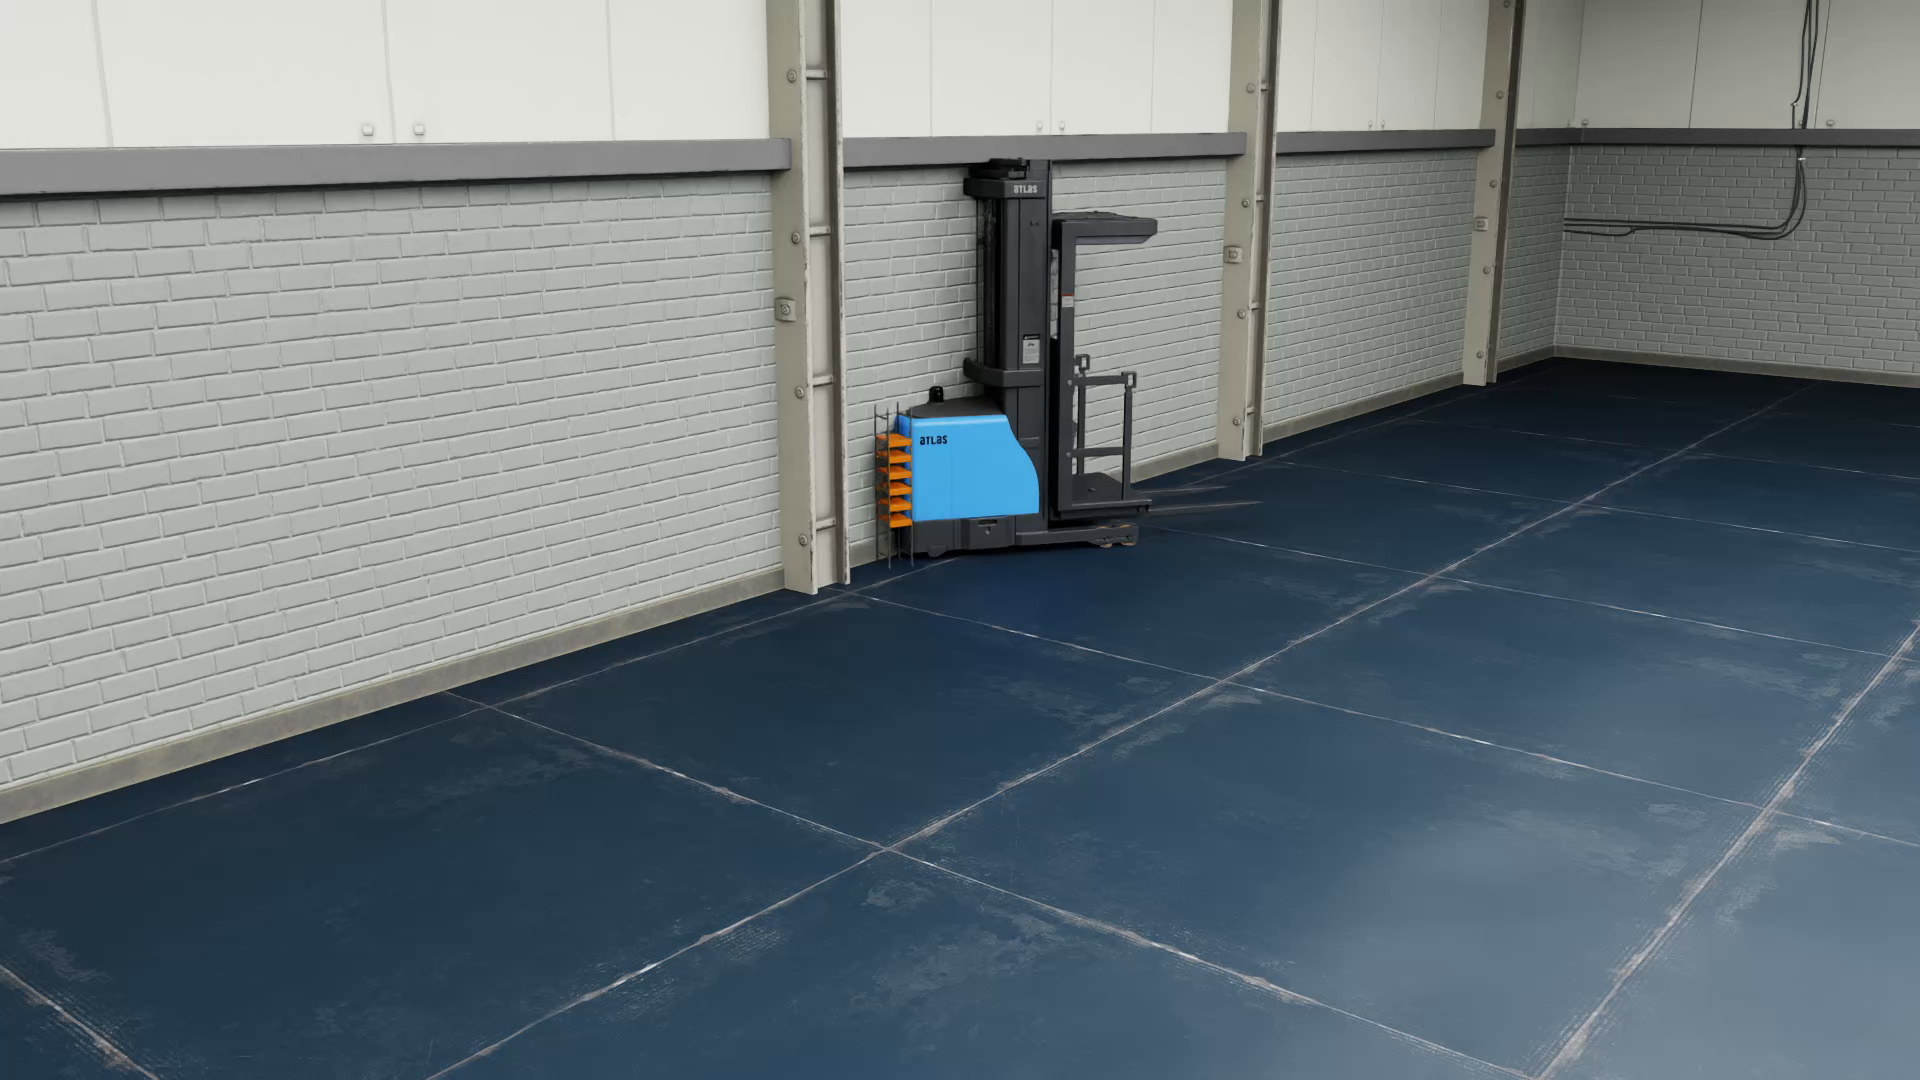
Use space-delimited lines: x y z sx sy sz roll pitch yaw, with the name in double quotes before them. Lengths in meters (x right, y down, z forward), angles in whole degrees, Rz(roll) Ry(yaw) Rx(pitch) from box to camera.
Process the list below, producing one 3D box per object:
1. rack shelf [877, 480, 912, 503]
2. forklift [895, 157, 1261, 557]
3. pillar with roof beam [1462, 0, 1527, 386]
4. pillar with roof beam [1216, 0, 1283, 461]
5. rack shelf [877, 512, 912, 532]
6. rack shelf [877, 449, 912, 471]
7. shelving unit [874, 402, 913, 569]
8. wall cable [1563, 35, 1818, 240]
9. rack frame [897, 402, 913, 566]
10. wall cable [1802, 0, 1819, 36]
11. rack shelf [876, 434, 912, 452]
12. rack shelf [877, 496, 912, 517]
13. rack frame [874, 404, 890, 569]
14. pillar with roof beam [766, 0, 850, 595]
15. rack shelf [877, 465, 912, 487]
"rack shelf" -0.491 -0.359 12.277 0.180 0.103 0.258 -7 16 -26
"forklift" 0.888 -1.479 12.991 3.031 2.935 1.130 -4 15 -16
"pillar with roof beam" 9.865 -5.673 17.176 9.100 9.000 0.400 11 18 38
"pillar with roof beam" 6.093 -4.523 12.653 9.100 9.000 0.400 11 18 38
"rack shelf" -0.491 -0.126 12.336 0.180 0.103 0.258 -7 16 -26
"rack shelf" -0.491 -0.591 12.217 0.180 0.103 0.258 -7 16 -26
"shelving unit" -0.491 -0.402 12.266 0.189 1.200 0.258 -7 16 -26
"wall cable" 9.396 -5.193 21.596 3.097 2.526 0.112 11 18 38
"rack frame" -0.409 -0.412 12.306 0.006 1.200 0.240 -7 16 -26
"wall cable" 11.500 -7.222 19.326 3.097 2.526 0.112 11 18 38
"rack shelf" -0.490 -0.707 12.188 0.180 0.103 0.258 -7 16 -26
"rack shelf" -0.491 -0.242 12.307 0.180 0.103 0.258 -7 16 -26
"rack frame" -0.572 -0.391 12.225 0.006 1.200 0.240 -7 16 -26
"pillar with roof beam" 2.322 -3.374 8.129 9.100 9.000 0.400 11 18 38
"rack shelf" -0.491 -0.475 12.247 0.180 0.103 0.258 -7 16 -26
